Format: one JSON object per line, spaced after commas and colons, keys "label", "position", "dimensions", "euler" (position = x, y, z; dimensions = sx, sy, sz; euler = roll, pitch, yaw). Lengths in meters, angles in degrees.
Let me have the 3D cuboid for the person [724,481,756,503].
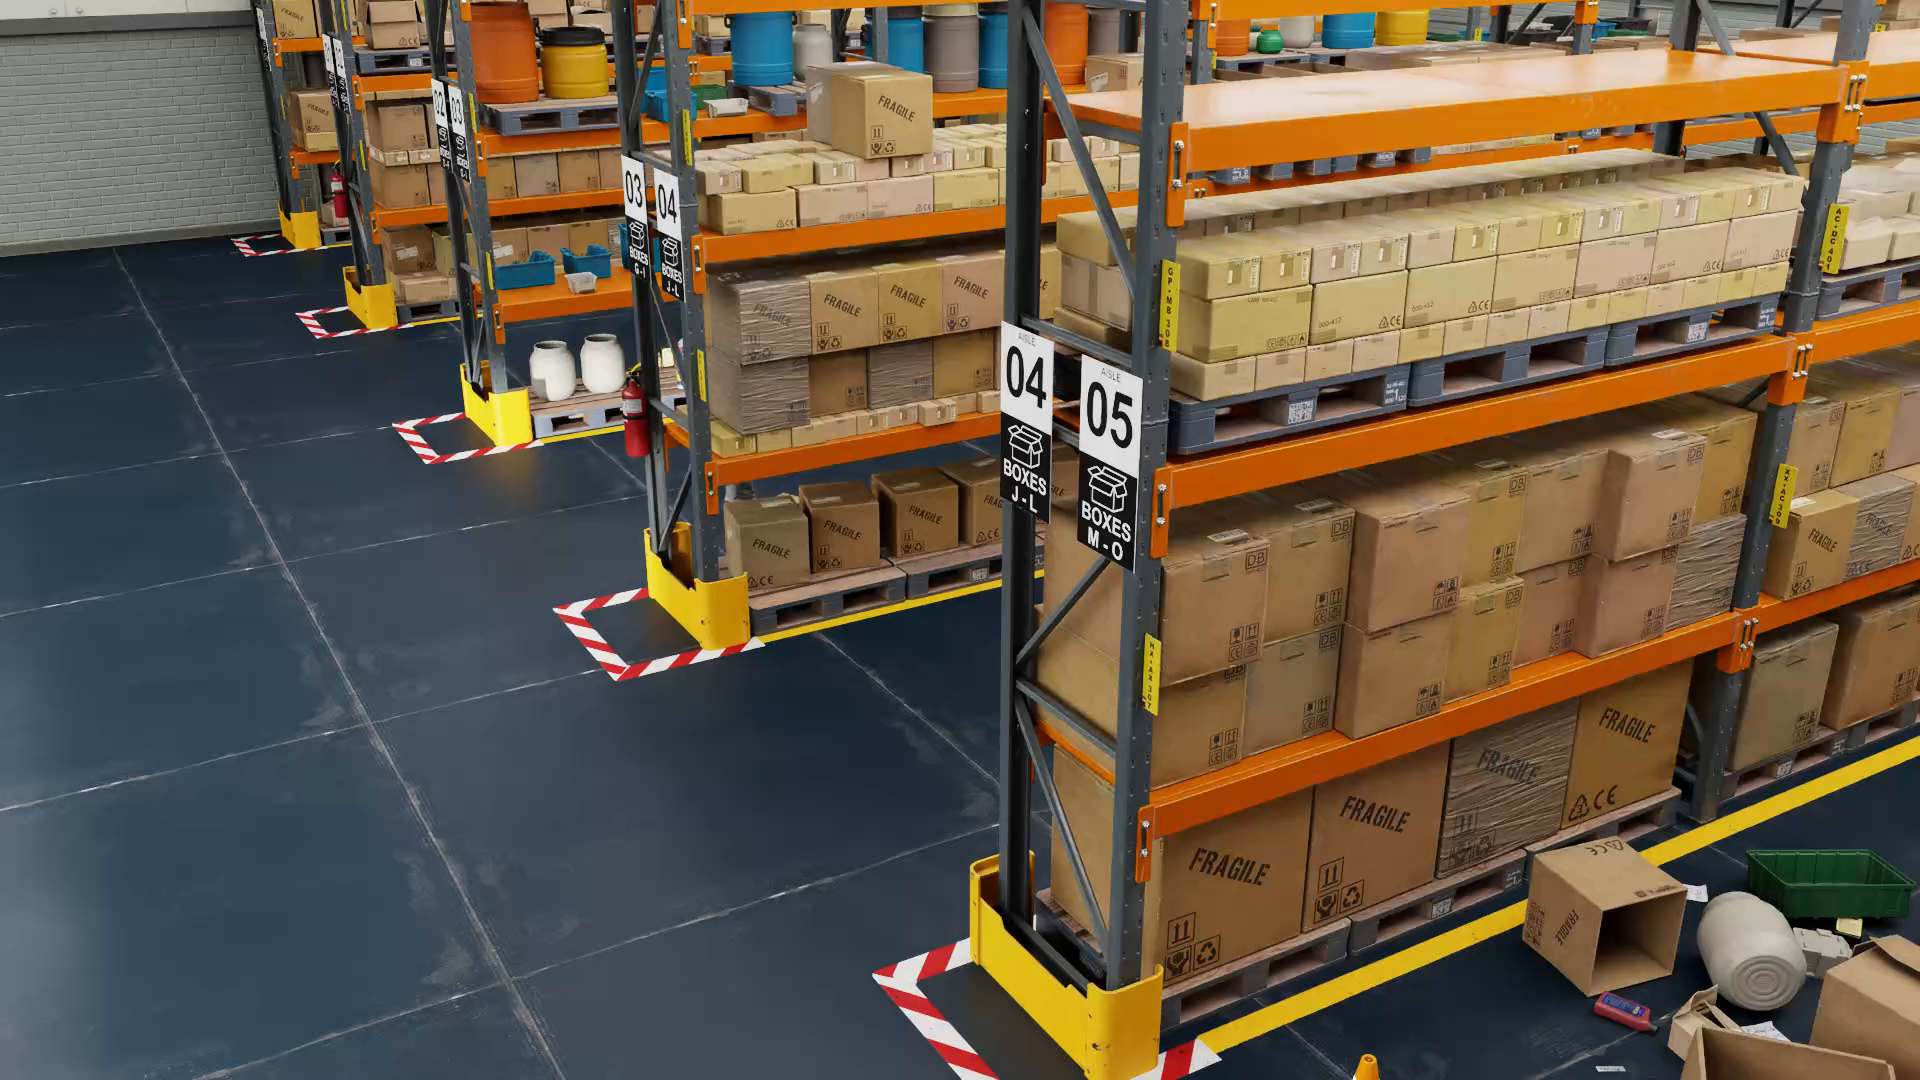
{"label": "person", "position": [-1.762, -0.957, 13.478], "dimensions": [0.311, 1.616, 0.407], "euler": [14, 26, 31]}
